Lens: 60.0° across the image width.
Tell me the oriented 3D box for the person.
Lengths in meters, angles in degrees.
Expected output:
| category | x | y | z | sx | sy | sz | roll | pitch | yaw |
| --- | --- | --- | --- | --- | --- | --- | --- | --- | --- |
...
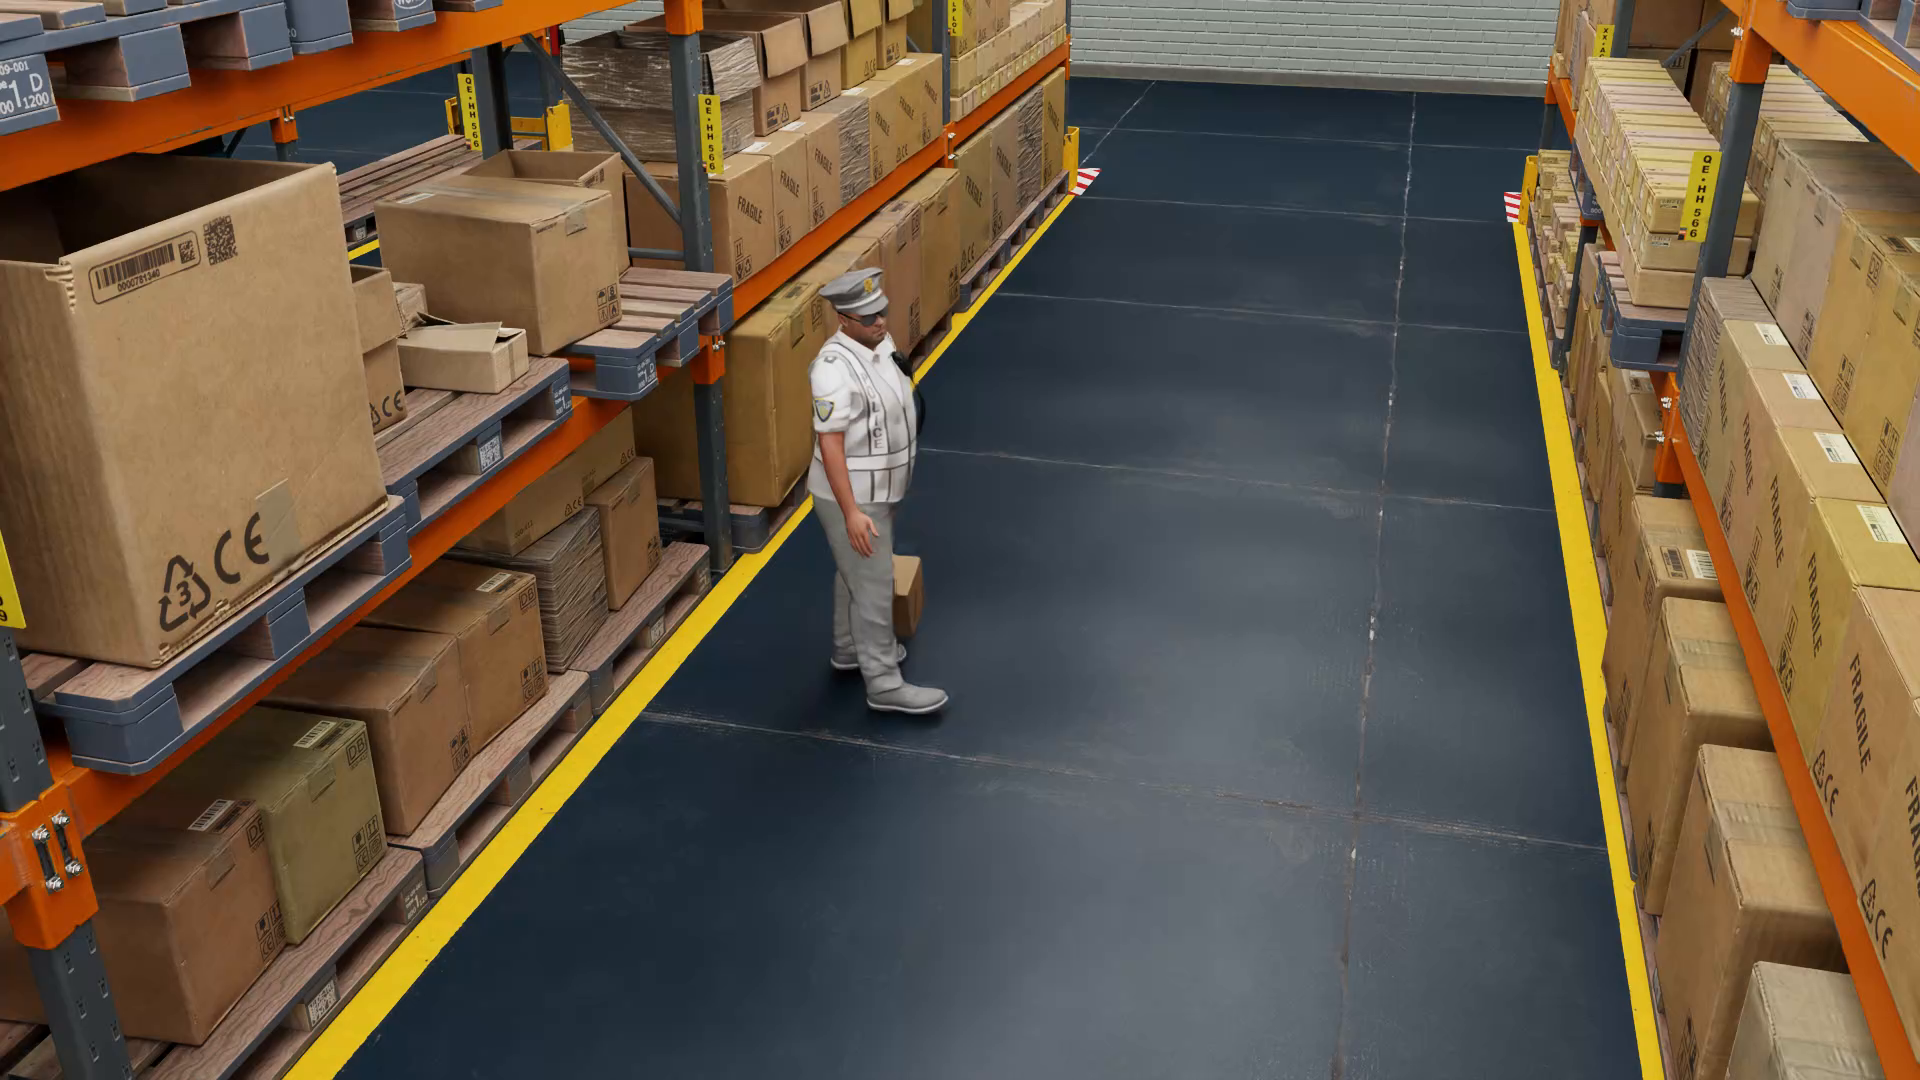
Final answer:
| category | x | y | z | sx | sy | sz | roll | pitch | yaw |
| --- | --- | --- | --- | --- | --- | --- | --- | --- | --- |
| person | -0.295 | -0.183 | 6.427 | 0.574 | 1.764 | 0.627 | 7 | 26 | 14 |
